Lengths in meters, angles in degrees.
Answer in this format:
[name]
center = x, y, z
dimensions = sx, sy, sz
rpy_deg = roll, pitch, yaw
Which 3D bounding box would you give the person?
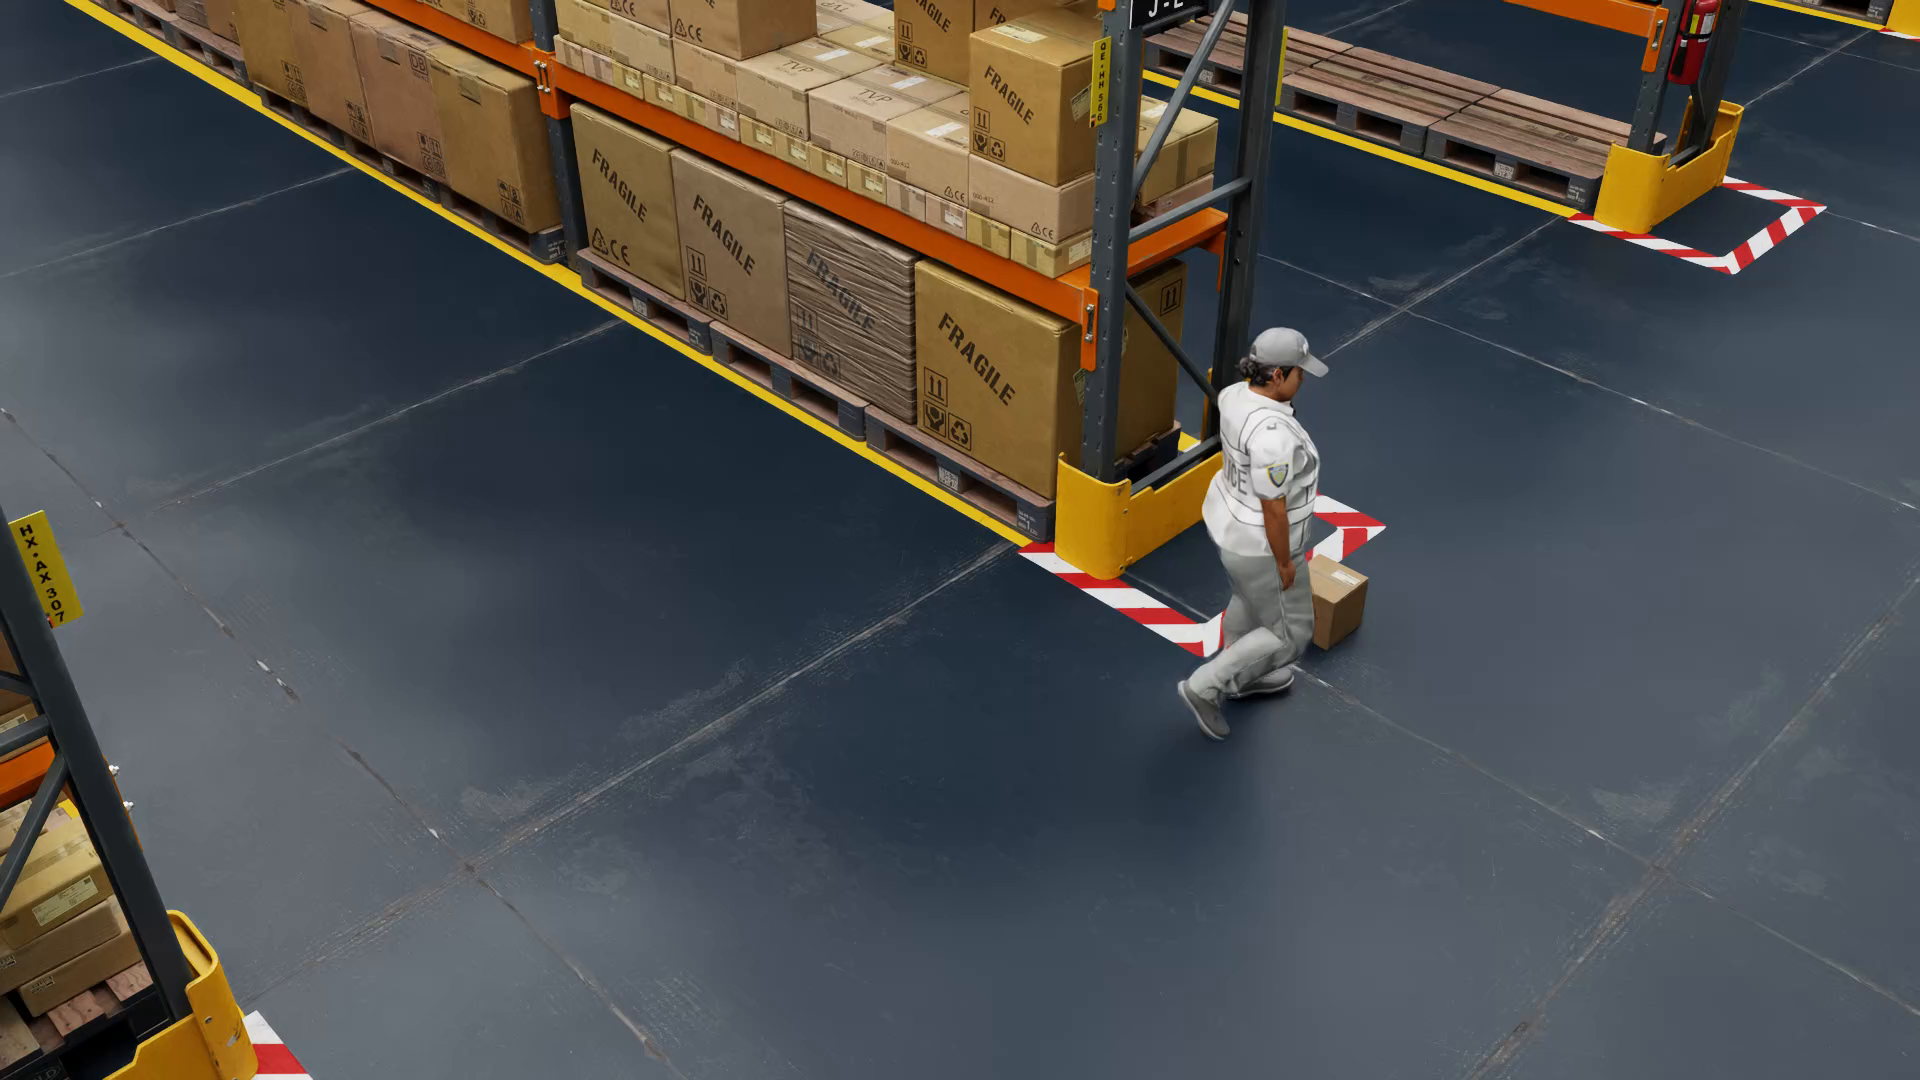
[person]
center = 1.115, -0.012, 6.153
dimensions = 0.477, 1.674, 0.518
rpy_deg = -7, 36, -9
